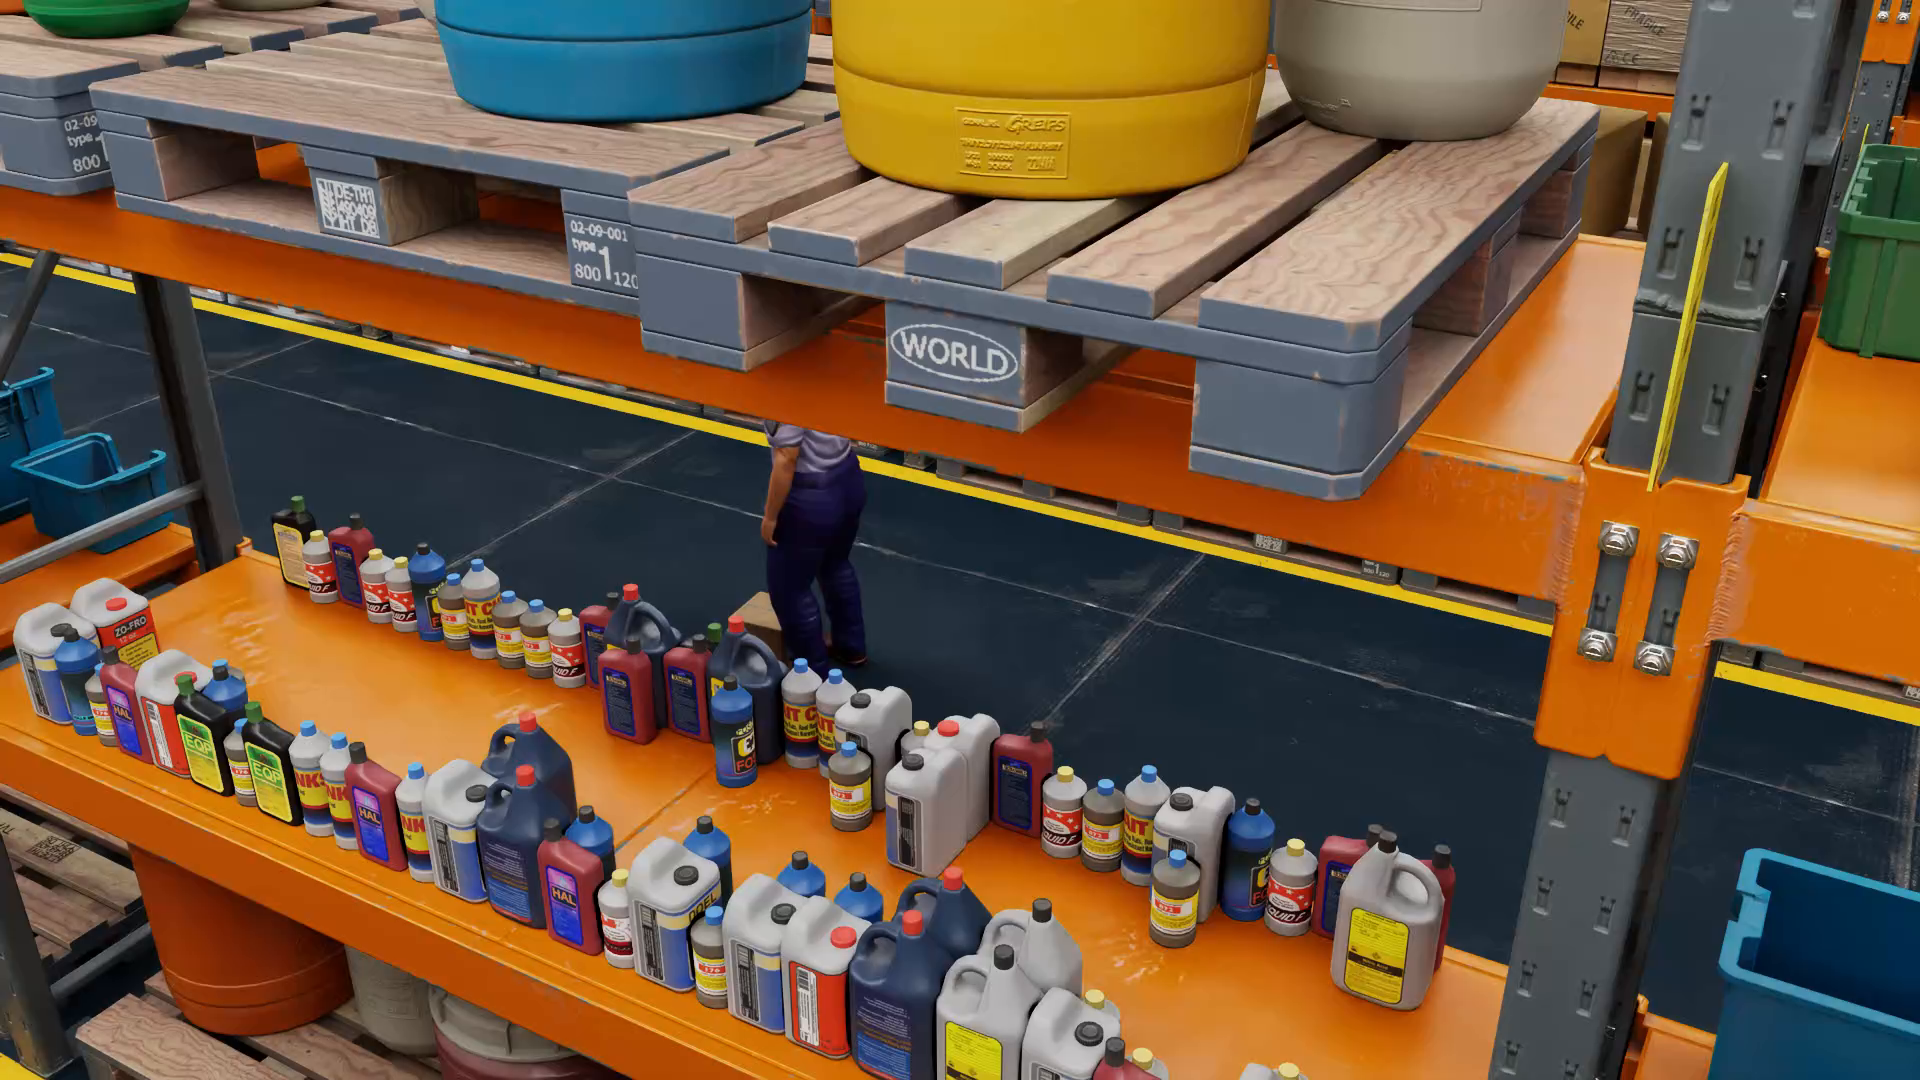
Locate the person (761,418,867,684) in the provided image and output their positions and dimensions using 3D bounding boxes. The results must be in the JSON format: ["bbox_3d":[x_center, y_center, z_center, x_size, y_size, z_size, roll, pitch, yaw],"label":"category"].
[{"bbox_3d":[-0.576,-0.171,6.464,0.368,1.653,0.563,13,29,24],"label":"person"}]
